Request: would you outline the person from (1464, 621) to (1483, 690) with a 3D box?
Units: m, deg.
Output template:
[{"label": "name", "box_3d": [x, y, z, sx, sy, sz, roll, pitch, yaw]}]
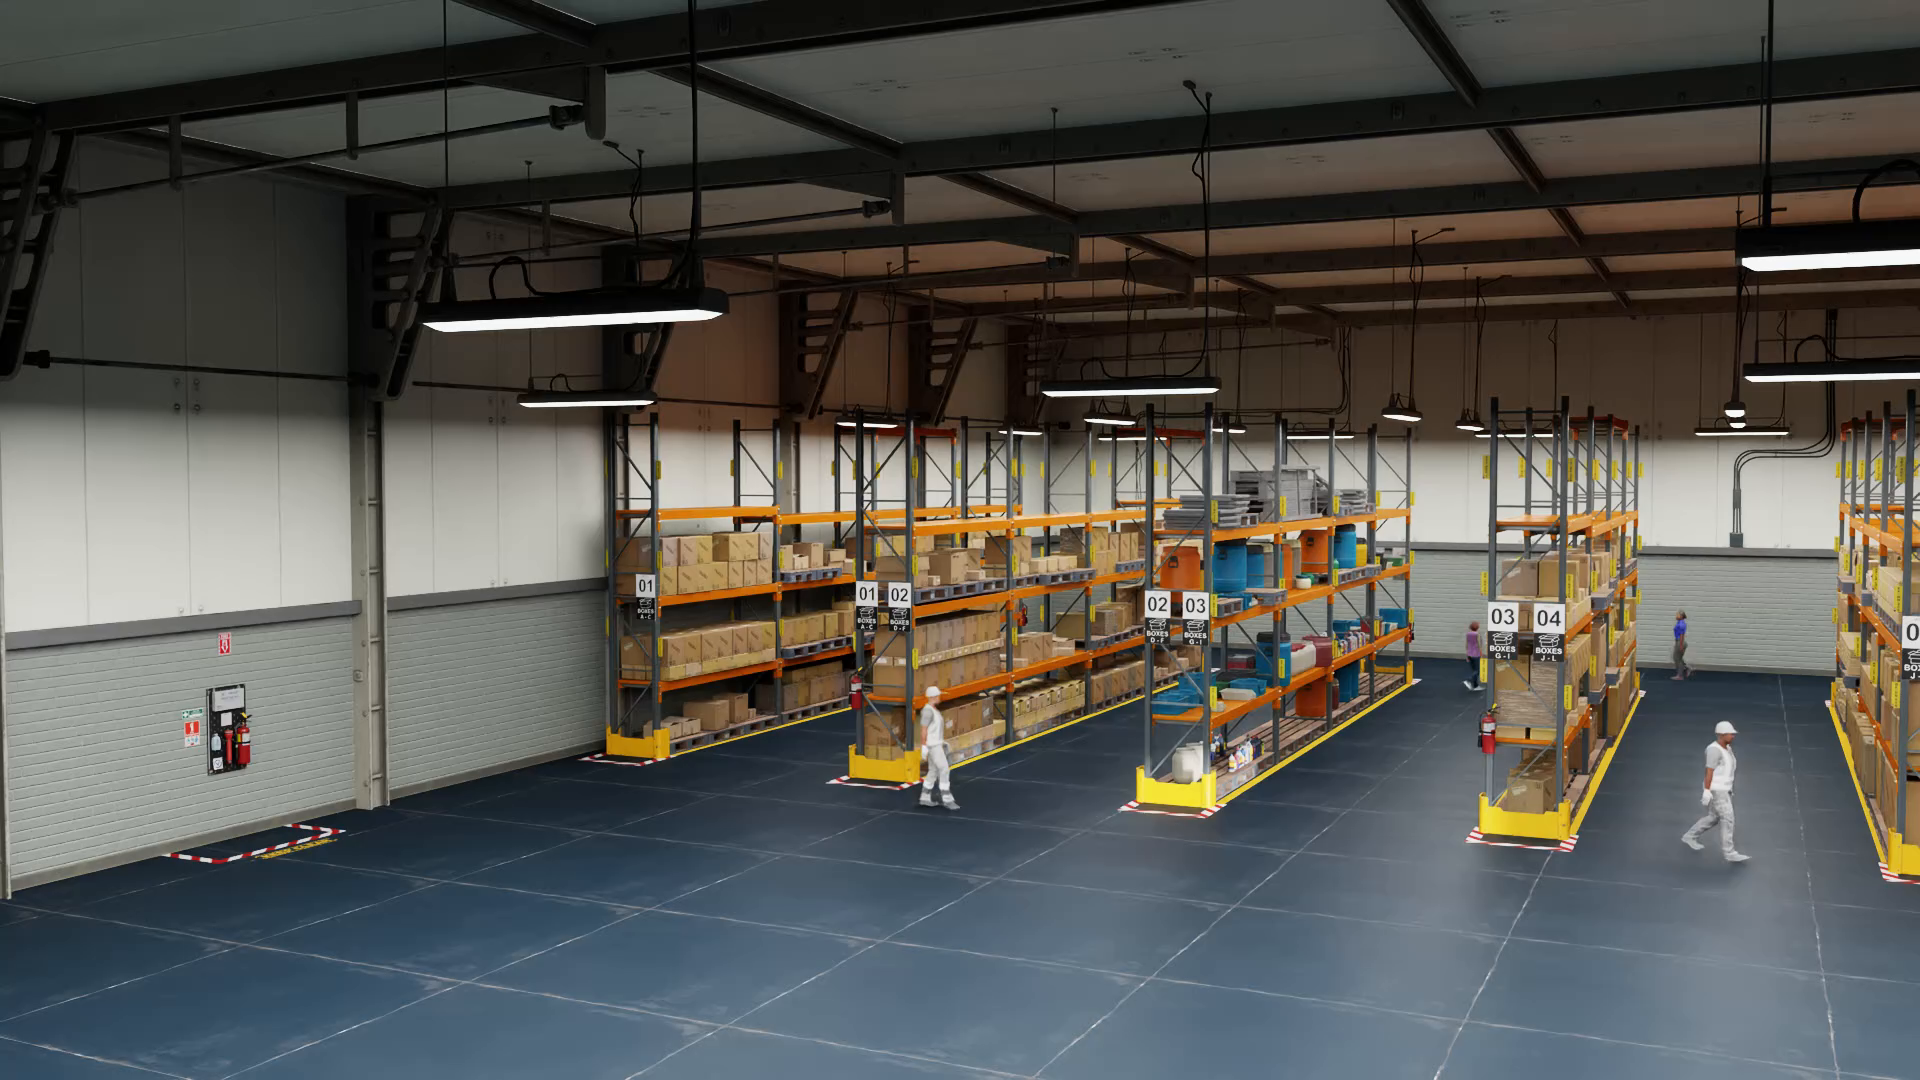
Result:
[{"label": "person", "box_3d": [11.560, 2.640, 37.455, 0.721, 1.549, 0.455, -1, 3, -30]}]

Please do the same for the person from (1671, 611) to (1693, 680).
[{"label": "person", "box_3d": [17.159, 2.506, 39.494, 0.502, 1.630, 0.473, 1, 3, 19]}]

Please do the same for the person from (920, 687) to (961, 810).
[{"label": "person", "box_3d": [-0.281, 3.071, 24.664, 0.659, 1.792, 0.562, 0, 2, 8]}]

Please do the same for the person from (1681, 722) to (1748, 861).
[{"label": "person", "box_3d": [9.777, 3.226, 21.504, 0.869, 1.763, 0.573, 2, 3, 35]}]
